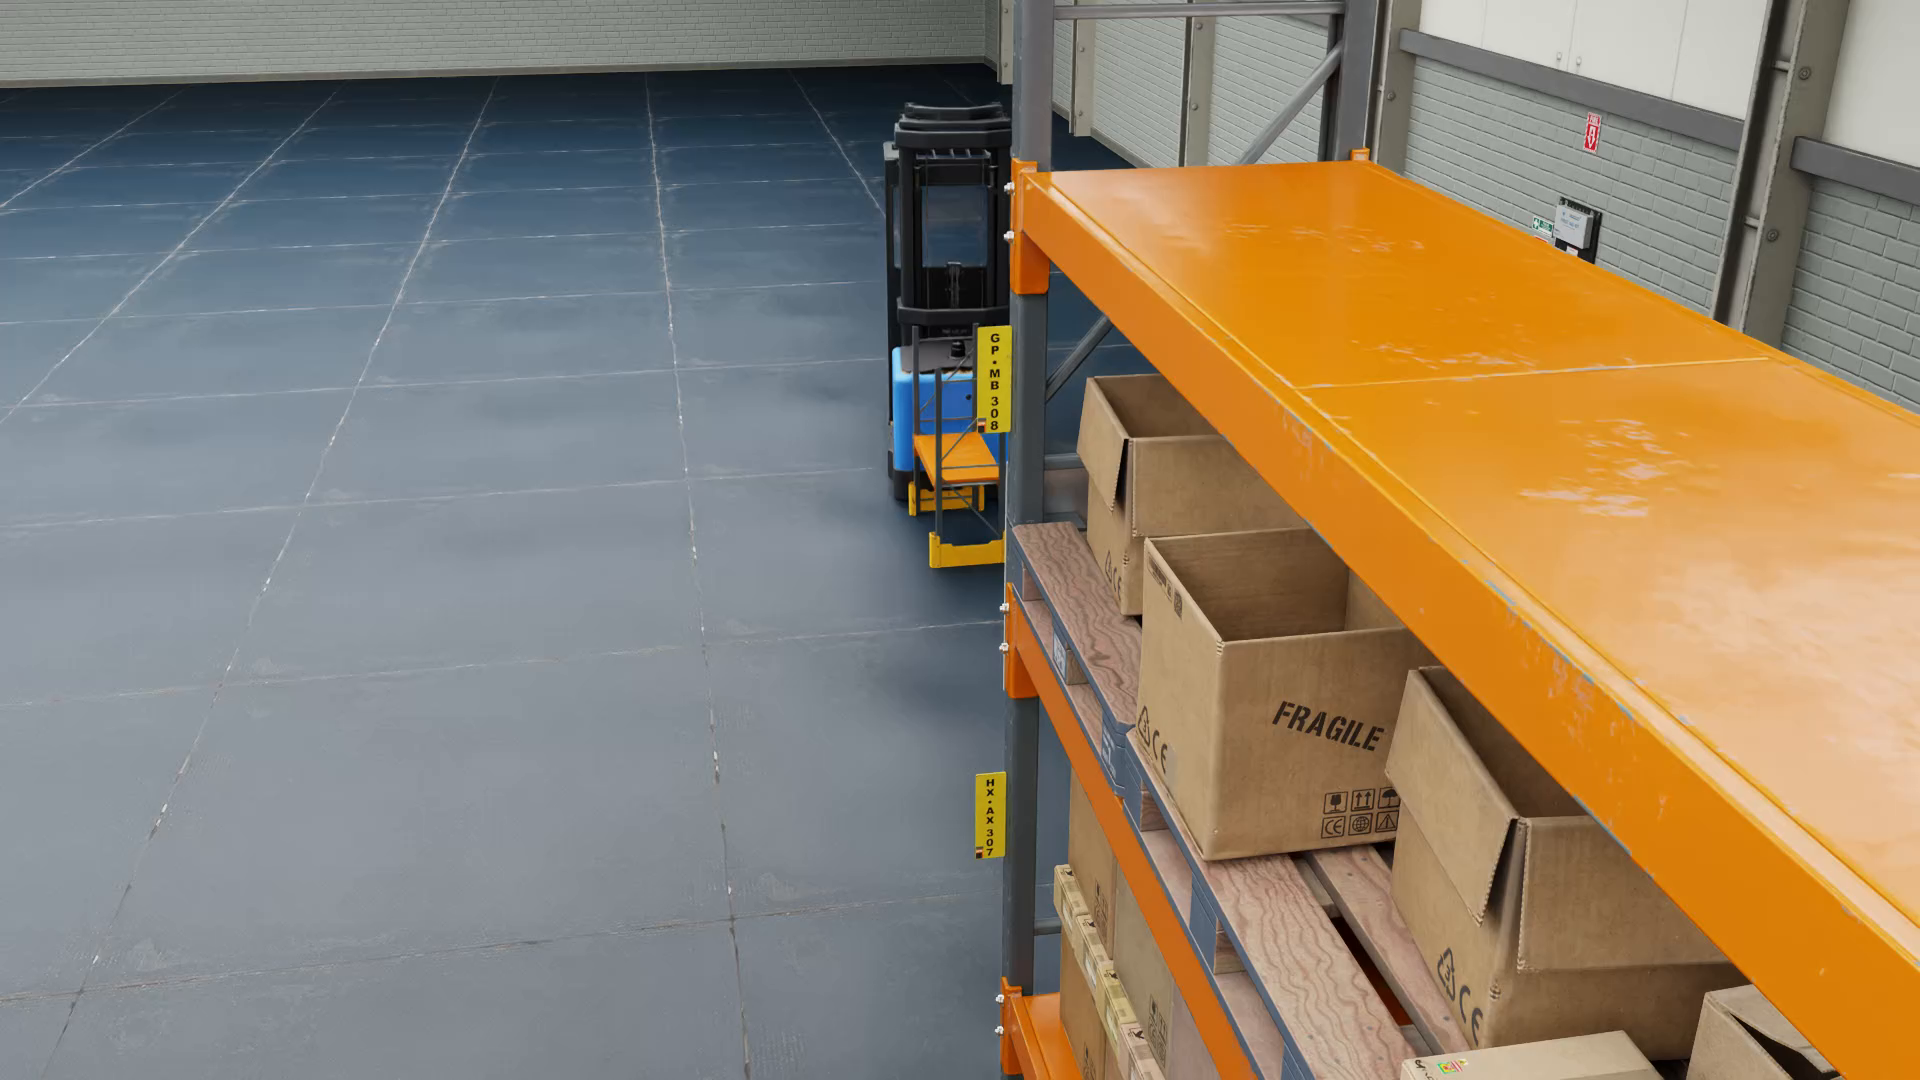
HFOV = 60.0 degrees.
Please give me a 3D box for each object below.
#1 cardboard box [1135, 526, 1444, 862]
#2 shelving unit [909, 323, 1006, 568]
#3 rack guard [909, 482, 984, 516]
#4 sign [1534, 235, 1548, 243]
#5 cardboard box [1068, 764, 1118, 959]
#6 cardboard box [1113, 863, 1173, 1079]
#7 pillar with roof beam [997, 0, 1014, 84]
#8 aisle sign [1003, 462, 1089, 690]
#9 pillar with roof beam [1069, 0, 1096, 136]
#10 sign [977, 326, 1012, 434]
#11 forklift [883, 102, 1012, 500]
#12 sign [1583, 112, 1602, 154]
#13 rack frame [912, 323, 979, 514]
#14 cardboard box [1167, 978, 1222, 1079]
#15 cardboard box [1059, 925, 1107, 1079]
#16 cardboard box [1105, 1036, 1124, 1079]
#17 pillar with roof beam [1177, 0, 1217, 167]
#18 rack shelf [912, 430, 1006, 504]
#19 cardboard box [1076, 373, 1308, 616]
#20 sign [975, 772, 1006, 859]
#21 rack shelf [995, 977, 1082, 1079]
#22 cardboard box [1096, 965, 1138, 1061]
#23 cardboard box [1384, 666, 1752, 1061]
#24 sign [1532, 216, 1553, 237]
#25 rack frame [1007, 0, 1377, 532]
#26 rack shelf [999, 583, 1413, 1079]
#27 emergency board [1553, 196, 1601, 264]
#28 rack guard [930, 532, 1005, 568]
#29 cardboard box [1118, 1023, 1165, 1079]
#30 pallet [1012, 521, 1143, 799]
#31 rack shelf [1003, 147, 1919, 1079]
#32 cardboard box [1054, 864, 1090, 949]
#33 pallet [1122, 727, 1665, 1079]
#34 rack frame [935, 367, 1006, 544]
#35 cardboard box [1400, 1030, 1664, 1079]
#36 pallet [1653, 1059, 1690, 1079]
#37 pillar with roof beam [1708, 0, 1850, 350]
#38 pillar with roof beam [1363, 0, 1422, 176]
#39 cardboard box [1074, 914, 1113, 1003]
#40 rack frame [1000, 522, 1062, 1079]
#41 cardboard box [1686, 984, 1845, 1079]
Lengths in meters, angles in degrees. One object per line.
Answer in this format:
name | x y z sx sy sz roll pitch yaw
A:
cardboard box | 0.686 0.300 3.485 0.500 0.500 0.500 -4 24 -10
shelving unit | -0.014 -0.713 12.252 0.587 1.500 1.083 -4 24 -9
rack guard | -0.102 -0.337 12.951 0.587 0.250 0.087 -4 24 -9
sign | 4.965 -2.429 14.262 0.001 0.329 0.234 -4 24 -10
cardboard box | 0.731 0.869 5.009 0.700 0.500 0.500 -4 24 -10
cardboard box | 0.833 1.075 4.536 0.700 0.500 0.500 -5 24 -11
pillar with roof beam | -3.284 -13.084 31.206 9.100 9.000 0.400 -4 24 -10
aisle sign | 0.334 0.109 5.246 0.394 0.787 0.004 -4 24 -10
pillar with roof beam | -2.174 -10.724 25.802 9.100 9.000 0.400 -4 24 -10
sign | 0.101 -0.469 4.879 0.100 0.325 0.005 -4 24 -10
forklift | -0.072 -2.205 13.880 1.130 2.935 3.031 -1 24 -3
sign | 5.062 -3.261 13.314 0.001 0.298 0.199 -4 24 -10
rack frame | -0.106 -0.917 12.719 0.500 1.500 0.032 -4 24 -9
cardboard box | 0.927 1.274 4.083 0.700 0.500 0.500 -4 24 -10
cardboard box | 0.721 1.443 5.317 0.700 0.500 0.500 -4 24 -10
cardboard box | 0.823 1.649 4.844 0.700 0.500 0.500 -4 24 -8
pillar with roof beam | -1.065 -8.363 20.399 9.100 9.000 0.400 -4 24 -10
rack shelf | -0.016 -0.552 12.332 0.538 0.185 1.000 -4 24 -9
cardboard box | 0.749 -0.148 4.508 0.797 0.503 0.637 -3 24 -6
sign | 0.101 0.910 5.481 0.100 0.325 0.005 -4 24 -10
rack shelf | 1.017 2.420 4.102 1.077 0.370 4.000 -4 24 -10
cardboard box | 0.604 1.333 4.757 0.380 0.149 0.250 -4 24 -10
cardboard box | 1.206 0.542 2.928 0.797 0.503 0.637 -2 24 -4
sign | 4.957 -2.670 14.150 0.001 0.109 0.331 -4 24 -10
rack frame | 0.647 -1.445 4.558 1.000 3.000 0.127 -4 24 -10
rack shelf | 1.017 1.046 3.502 1.077 0.370 4.000 -4 24 -10
emergency board | 4.965 -2.188 13.754 0.194 1.169 0.643 -4 24 -10
rack guard | 0.074 0.056 12.053 0.587 0.250 0.087 -4 24 -9
cardboard box | 0.649 1.432 4.530 0.380 0.149 0.250 -5 24 -11
pallet | 0.753 0.250 4.535 1.003 0.211 1.213 -4 24 -10
rack shelf | 1.017 -0.146 2.981 1.077 0.370 4.000 -4 24 -10
cardboard box | 0.508 1.131 5.219 0.380 0.149 0.250 -4 24 -10
pallet | 0.982 0.731 3.434 1.003 0.211 1.213 -4 24 -10
rack frame | 0.074 -0.517 11.802 0.500 1.500 0.032 -4 24 -9
cardboard box | 0.895 0.907 2.535 0.380 0.149 0.250 -4 24 -10
pallet | 1.204 1.210 2.338 1.003 0.211 1.213 -4 24 -10
pillar with roof beam | 1.154 -3.643 9.591 9.100 9.000 0.400 -4 24 -10
pillar with roof beam | 0.045 -6.003 14.995 9.100 9.000 0.400 -4 24 -10
cardboard box | 0.560 1.235 4.982 0.380 0.149 0.250 -5 24 -11
rack frame | 0.647 1.304 5.759 1.000 3.000 0.127 -4 24 -10
cardboard box | 1.453 0.857 2.447 0.500 0.311 0.500 -6 24 -13
